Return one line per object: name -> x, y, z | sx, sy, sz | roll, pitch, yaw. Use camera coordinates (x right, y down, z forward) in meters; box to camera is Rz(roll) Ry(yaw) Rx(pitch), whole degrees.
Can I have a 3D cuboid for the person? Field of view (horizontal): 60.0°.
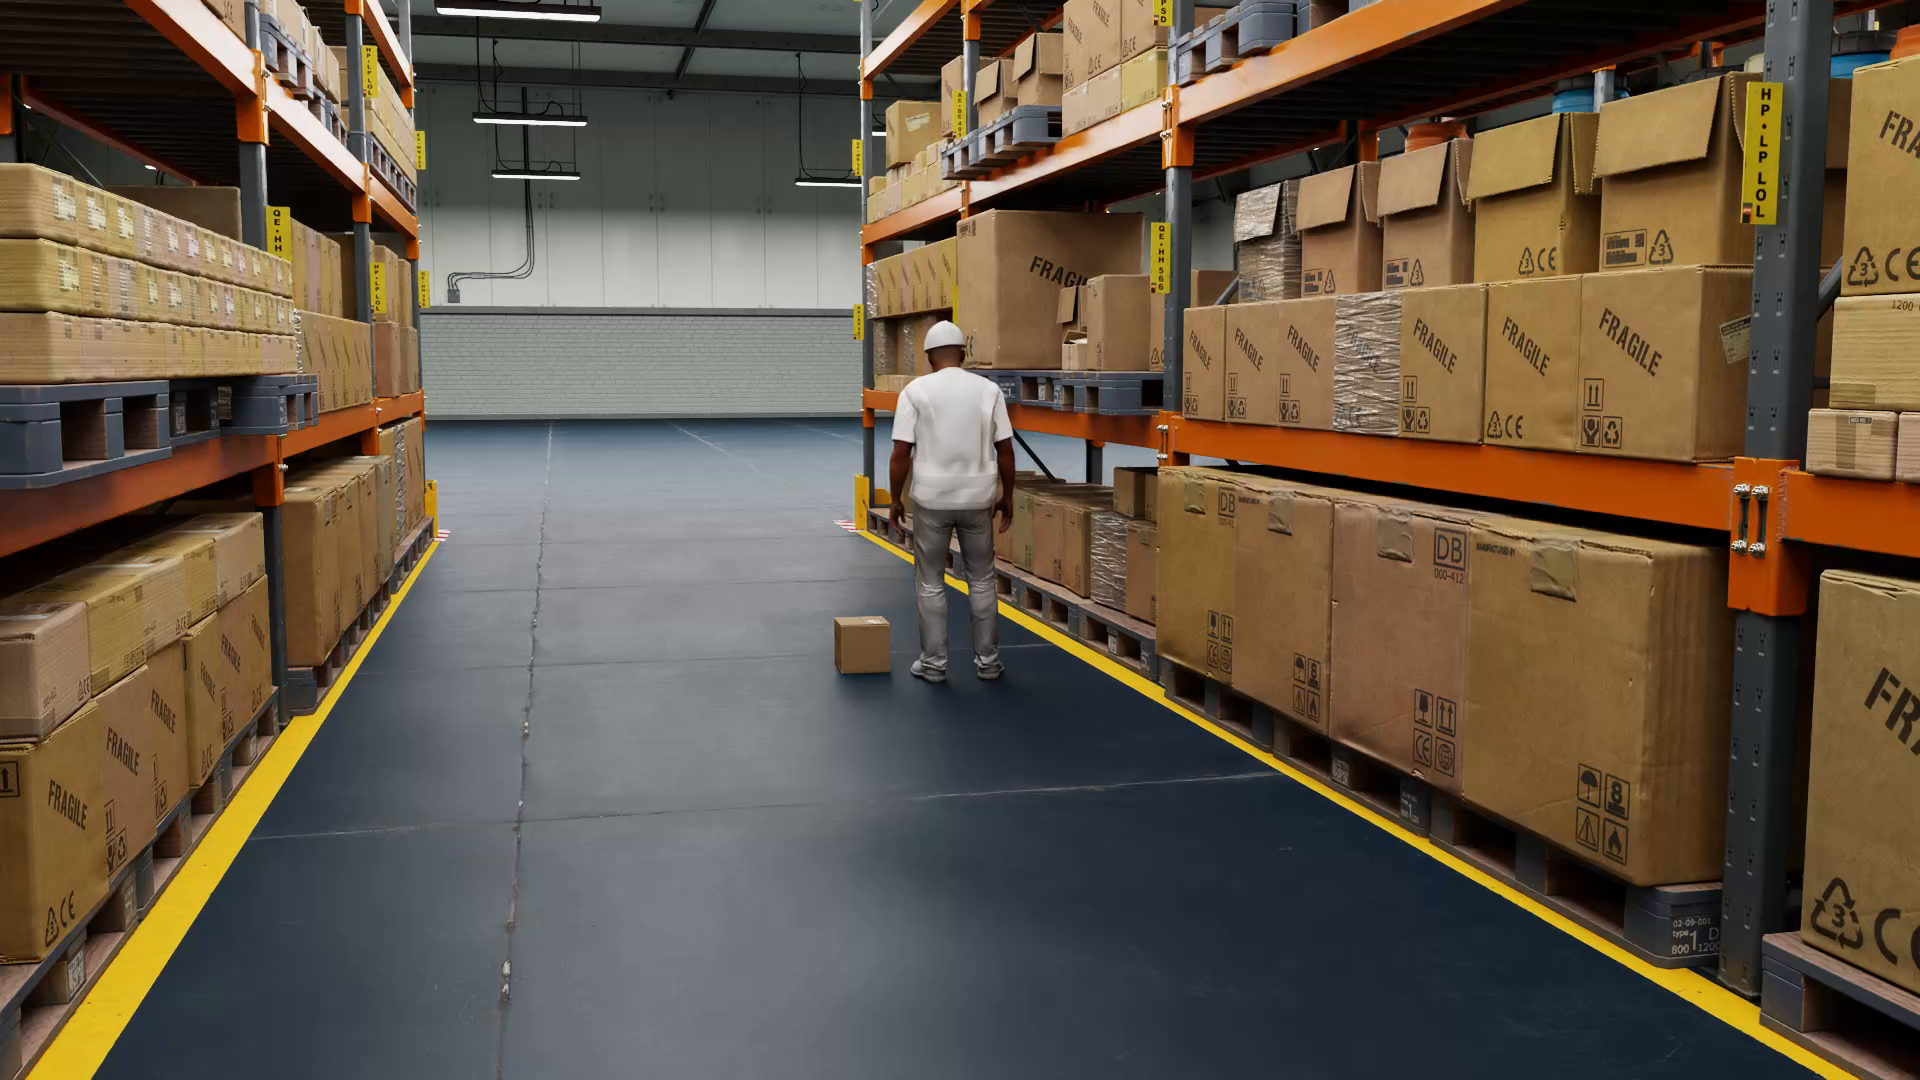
person -> -0.040, -0.193, 8.184 | 0.631, 1.760, 0.463 | -1, 6, -11
